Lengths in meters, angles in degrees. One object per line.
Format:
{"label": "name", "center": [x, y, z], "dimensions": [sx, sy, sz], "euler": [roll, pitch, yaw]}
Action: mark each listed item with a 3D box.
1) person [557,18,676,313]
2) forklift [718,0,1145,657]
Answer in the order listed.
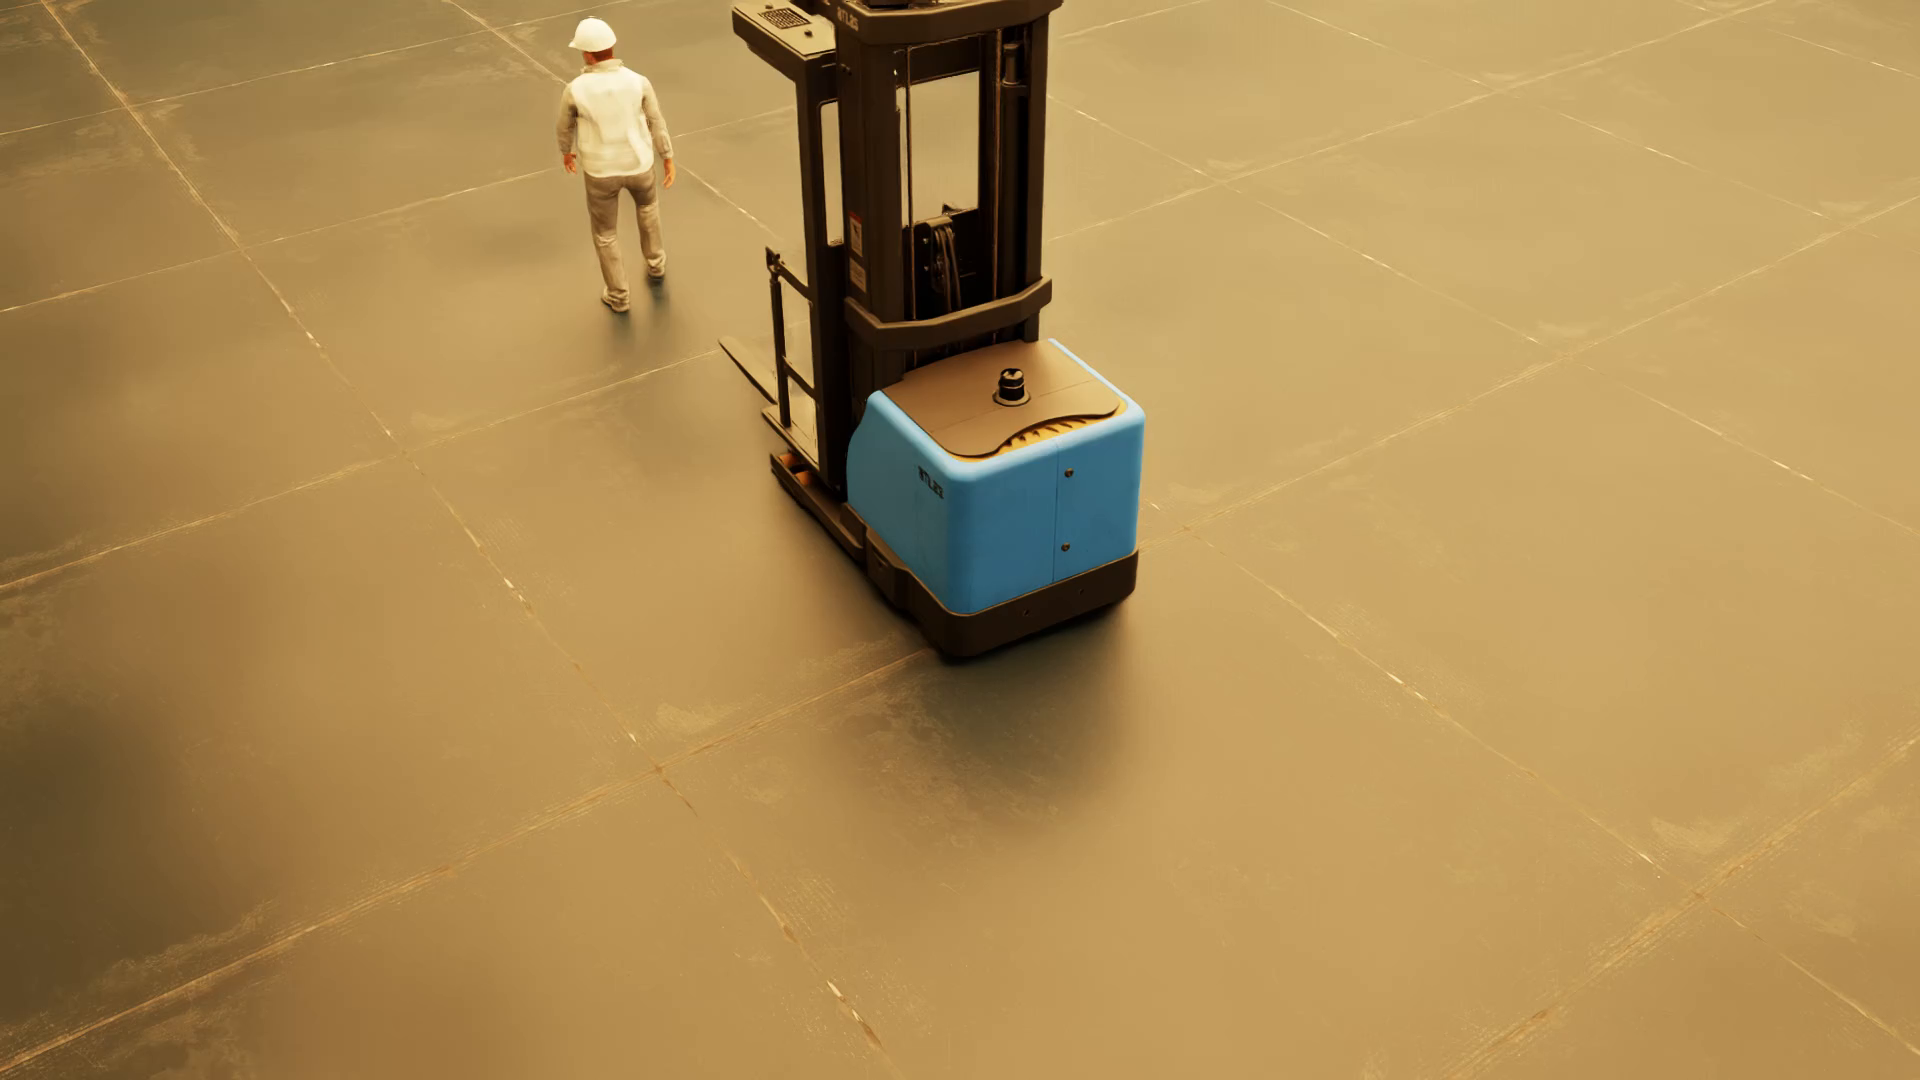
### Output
{"label": "person", "center": [-2.068, -2.296, 10.061], "dimensions": [0.656, 1.733, 0.634], "euler": [-12, 38, -16]}
{"label": "forklift", "center": [-0.341, -1.498, 7.971], "dimensions": [1.130, 2.935, 3.031], "euler": [-19, 41, -24]}
